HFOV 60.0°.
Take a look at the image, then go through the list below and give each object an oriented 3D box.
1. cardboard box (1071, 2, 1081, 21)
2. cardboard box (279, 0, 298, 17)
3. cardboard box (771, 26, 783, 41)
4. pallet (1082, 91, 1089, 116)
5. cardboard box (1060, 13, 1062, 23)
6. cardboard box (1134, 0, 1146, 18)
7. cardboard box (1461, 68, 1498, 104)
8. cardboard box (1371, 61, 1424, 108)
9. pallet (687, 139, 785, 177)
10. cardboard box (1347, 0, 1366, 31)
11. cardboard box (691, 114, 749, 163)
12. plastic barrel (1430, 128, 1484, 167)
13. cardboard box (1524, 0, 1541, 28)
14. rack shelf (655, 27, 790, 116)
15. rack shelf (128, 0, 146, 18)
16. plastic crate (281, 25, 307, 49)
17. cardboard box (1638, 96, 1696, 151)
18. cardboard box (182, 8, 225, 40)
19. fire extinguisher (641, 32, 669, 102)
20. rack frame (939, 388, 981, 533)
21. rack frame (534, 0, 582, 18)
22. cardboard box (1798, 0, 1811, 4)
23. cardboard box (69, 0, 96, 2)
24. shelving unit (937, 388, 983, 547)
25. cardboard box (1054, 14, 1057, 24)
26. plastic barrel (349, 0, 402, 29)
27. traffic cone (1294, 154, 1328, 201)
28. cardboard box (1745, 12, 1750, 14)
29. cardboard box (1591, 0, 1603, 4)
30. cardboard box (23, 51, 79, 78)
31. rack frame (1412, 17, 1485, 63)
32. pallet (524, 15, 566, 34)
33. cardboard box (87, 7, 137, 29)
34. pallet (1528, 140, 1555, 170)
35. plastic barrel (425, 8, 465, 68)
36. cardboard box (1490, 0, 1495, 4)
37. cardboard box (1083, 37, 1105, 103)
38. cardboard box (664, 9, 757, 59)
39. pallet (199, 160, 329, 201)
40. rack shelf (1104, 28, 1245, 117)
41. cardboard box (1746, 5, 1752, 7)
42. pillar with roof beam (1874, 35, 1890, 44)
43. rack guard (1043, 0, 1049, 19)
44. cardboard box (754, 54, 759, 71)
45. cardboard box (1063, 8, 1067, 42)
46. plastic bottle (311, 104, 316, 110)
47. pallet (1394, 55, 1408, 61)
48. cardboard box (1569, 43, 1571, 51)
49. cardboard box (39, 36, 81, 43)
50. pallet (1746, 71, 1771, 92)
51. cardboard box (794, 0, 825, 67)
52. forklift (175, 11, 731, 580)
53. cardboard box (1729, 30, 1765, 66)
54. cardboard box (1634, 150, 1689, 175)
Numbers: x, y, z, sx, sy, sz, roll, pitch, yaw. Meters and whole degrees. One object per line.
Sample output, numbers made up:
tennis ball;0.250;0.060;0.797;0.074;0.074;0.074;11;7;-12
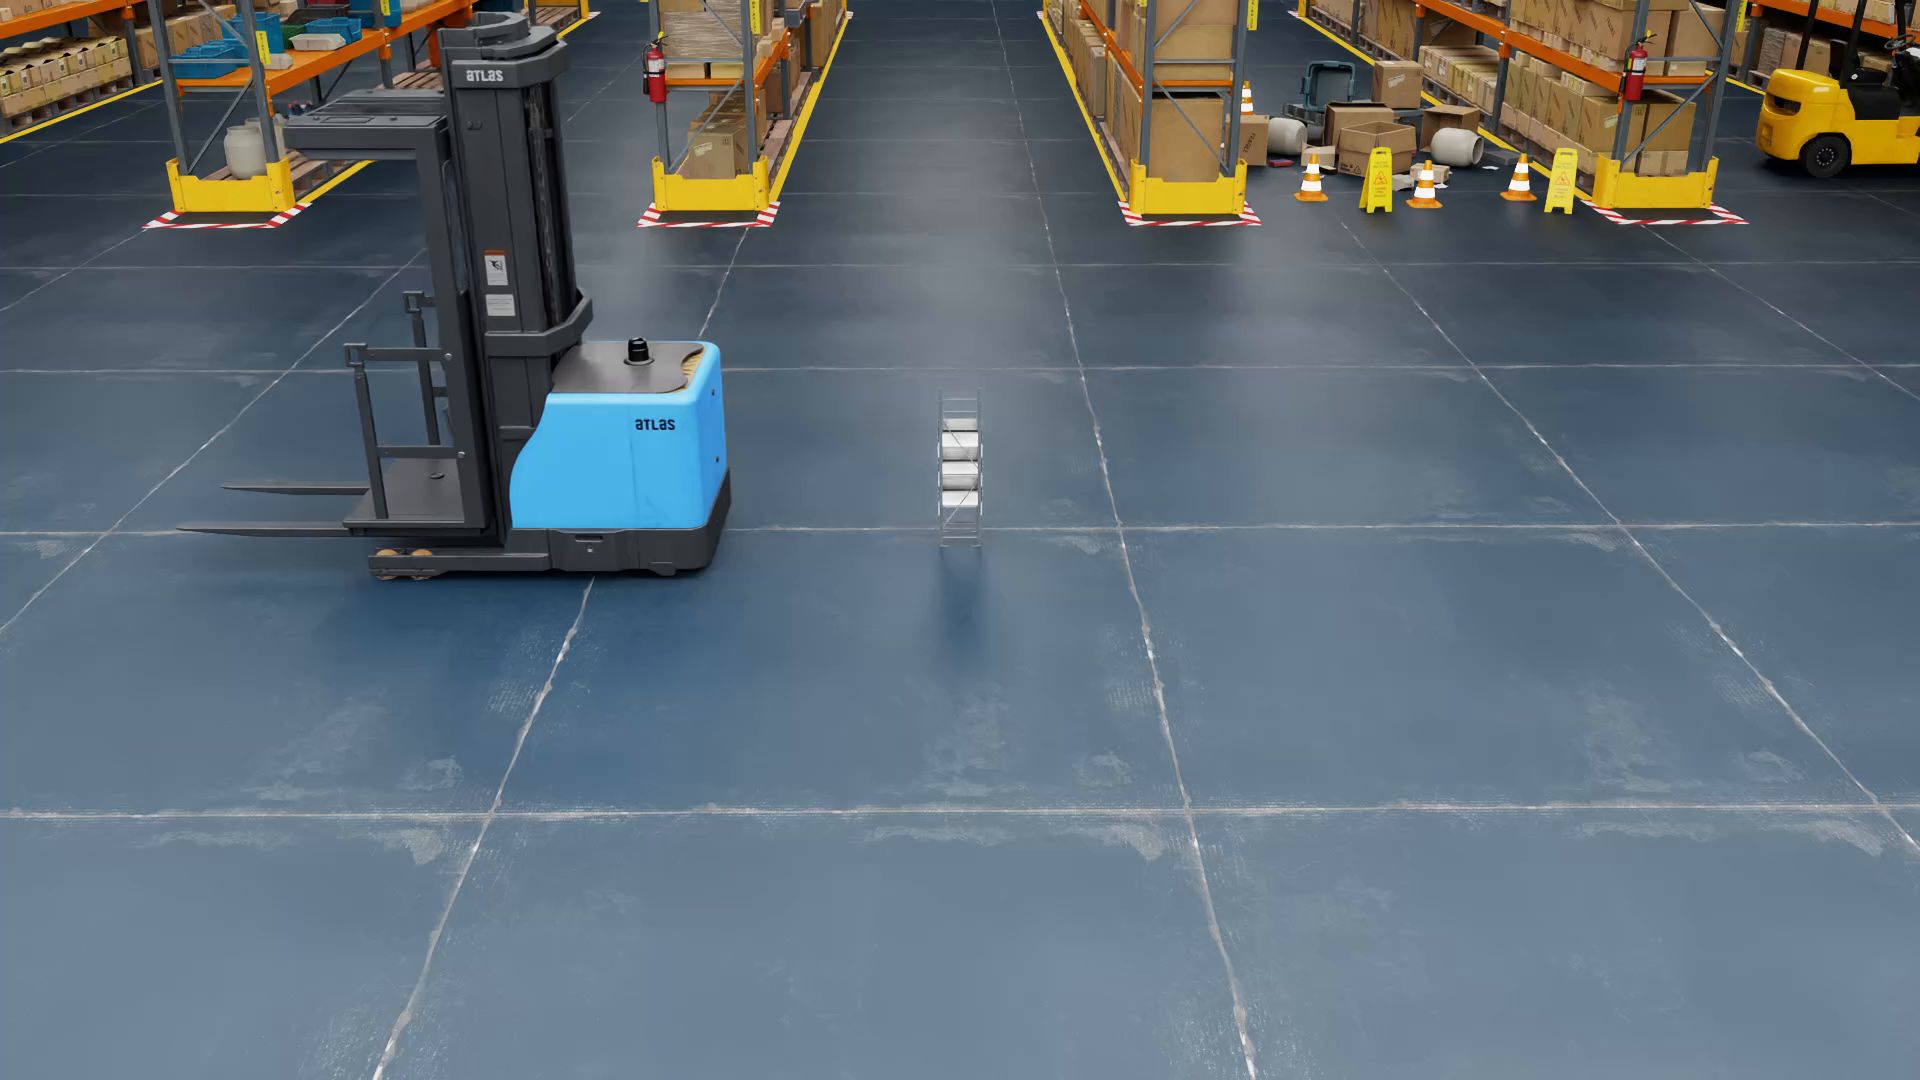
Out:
cardboard box;1.997;-8.213;25.883;0.500;0.250;0.500;0;24;1
cardboard box;-12.448;-9.727;30.419;0.500;0.250;0.500;0;24;-1
cardboard box;-2.298;-5.981;19.640;0.380;0.149;0.250;0;24;-1
pallet;2.217;-6.024;22.812;1.003;0.211;1.213;0;24;-1
cardboard box;1.908;-8.925;28.433;0.380;0.149;0.250;0;24;0
cardboard box;2.297;-5.764;17.362;0.875;0.550;0.550;0;24;-1
cardboard box;7.246;-6.043;22.150;0.950;0.372;0.625;1;24;3
cardboard box;5.486;-5.722;20.876;0.500;0.500;0.500;0;24;-1
pallet;-2.585;-4.441;19.312;1.003;0.211;1.213;0;24;-1
cardboard box;7.279;-9.116;28.865;0.875;0.438;0.875;-1;24;-1
cardboard box;-2.631;-4.400;18.361;0.500;0.500;0.500;6;25;13
plastic barrel;5.773;-4.559;19.316;0.512;0.421;0.421;19;30;35
cardboard box;7.020;-6.328;19.619;0.500;0.500;0.500;0;24;-1
rack shelf;-2.622;-5.340;18.790;1.077;0.370;4.000;0;24;-1
rack shelf;-12.615;-8.593;25.983;1.077;0.370;4.000;0;24;-1
plastic crate;-7.864;-5.812;19.219;0.450;0.188;0.662;0;24;-1
cardboard box;7.576;-4.512;18.003;0.500;0.500;0.500;-1;24;-2
cardboard box;-12.348;-8.401;27.185;0.500;0.500;0.500;0;24;0
fire extinguisher;-3.060;-4.759;16.726;0.296;0.674;0.183;0;24;-1
rack frame;-0.001;-0.455;9.665;0.240;0.900;0.006;0;24;-1
rack frame;-7.728;-11.414;31.348;1.000;3.000;0.127;0;24;-1
cardboard box;11.959;-7.537;22.956;0.500;0.250;0.500;-1;24;-2
cardboard box;-12.307;-7.613;23.248;0.380;0.149;0.250;0;24;-1
shelving unit;0.000;-0.413;9.572;0.258;0.900;0.210;0;24;-1
cardboard box;1.873;-9.248;29.507;0.380;0.149;0.250;0;24;-1
plastic barrel;-7.298;-6.859;20.666;0.600;0.901;0.708;0;24;-1
traffic cone;3.775;-3.894;17.797;0.336;0.463;0.334;0;24;-1
cardboard box;11.976;-8.089;25.731;0.380;0.149;0.250;0;24;1
cardboard box;7.087;-5.943;17.554;0.700;0.500;0.500;0;24;0
cardboard box;-12.323;-6.448;22.513;0.500;0.311;0.500;0;24;1
rack frame;7.222;-8.185;24.207;1.000;3.000;0.127;0;24;-1
pallet;-7.747;-9.302;30.062;1.003;0.211;1.213;0;24;-1
cardboard box;-12.843;-7.908;25.184;0.500;0.250;0.500;1;24;1
pallet;7.324;-4.485;19.411;1.003;0.211;1.213;0;24;-1
plastic barrel;-7.663;-7.522;24.865;0.600;0.830;0.708;0;24;-1
cardboard box;6.999;-6.933;21.234;0.380;0.149;0.250;-1;24;-2
cardboard box;2.213;-6.292;22.242;1.050;0.750;0.750;0;24;-1
cardboard box;-2.579;-5.251;17.239;0.875;0.500;0.500;0;24;-1
pallet;-7.604;-3.917;18.154;1.003;0.211;1.213;0;24;-1
rack shelf;2.339;-5.321;18.747;1.077;0.370;4.000;0;24;-1
cardboard box;12.463;-8.417;26.456;0.380;0.149;0.250;-1;24;-3
pillar with roof beam;8.796;-10.389;21.801;9.100;9.000;0.400;0;24;-1
rack guard;2.187;-10.247;31.800;1.175;0.500;0.348;0;24;-1
cardboard box;-2.336;-5.054;17.589;0.380;0.149;0.250;0;24;-1
cardboard box;1.972;-8.516;27.462;0.500;0.500;0.500;1;24;1
plastic bottle;-7.894;-5.167;20.296;0.061;0.283;0.133;0;24;-1
pallet;7.289;-7.239;25.500;1.003;0.211;1.213;0;24;-1
cardboard box;7.094;-5.557;18.701;0.380;0.149;0.250;0;24;-1
cardboard box;-12.881;-7.074;23.897;0.500;0.311;0.500;1;24;1
pallet;12.155;-6.599;24.083;1.003;0.211;1.213;0;24;-1
cardboard box;-2.674;-7.648;25.088;1.225;0.875;0.875;-1;24;-3
forklift;-2.905;-1.331;9.135;3.031;2.935;1.130;0;24;1
cardboard box;11.966;-7.434;25.071;0.500;0.500;0.500;0;24;1
cardboard box;7.577;-4.160;18.136;0.500;0.250;0.500;0;24;-1
